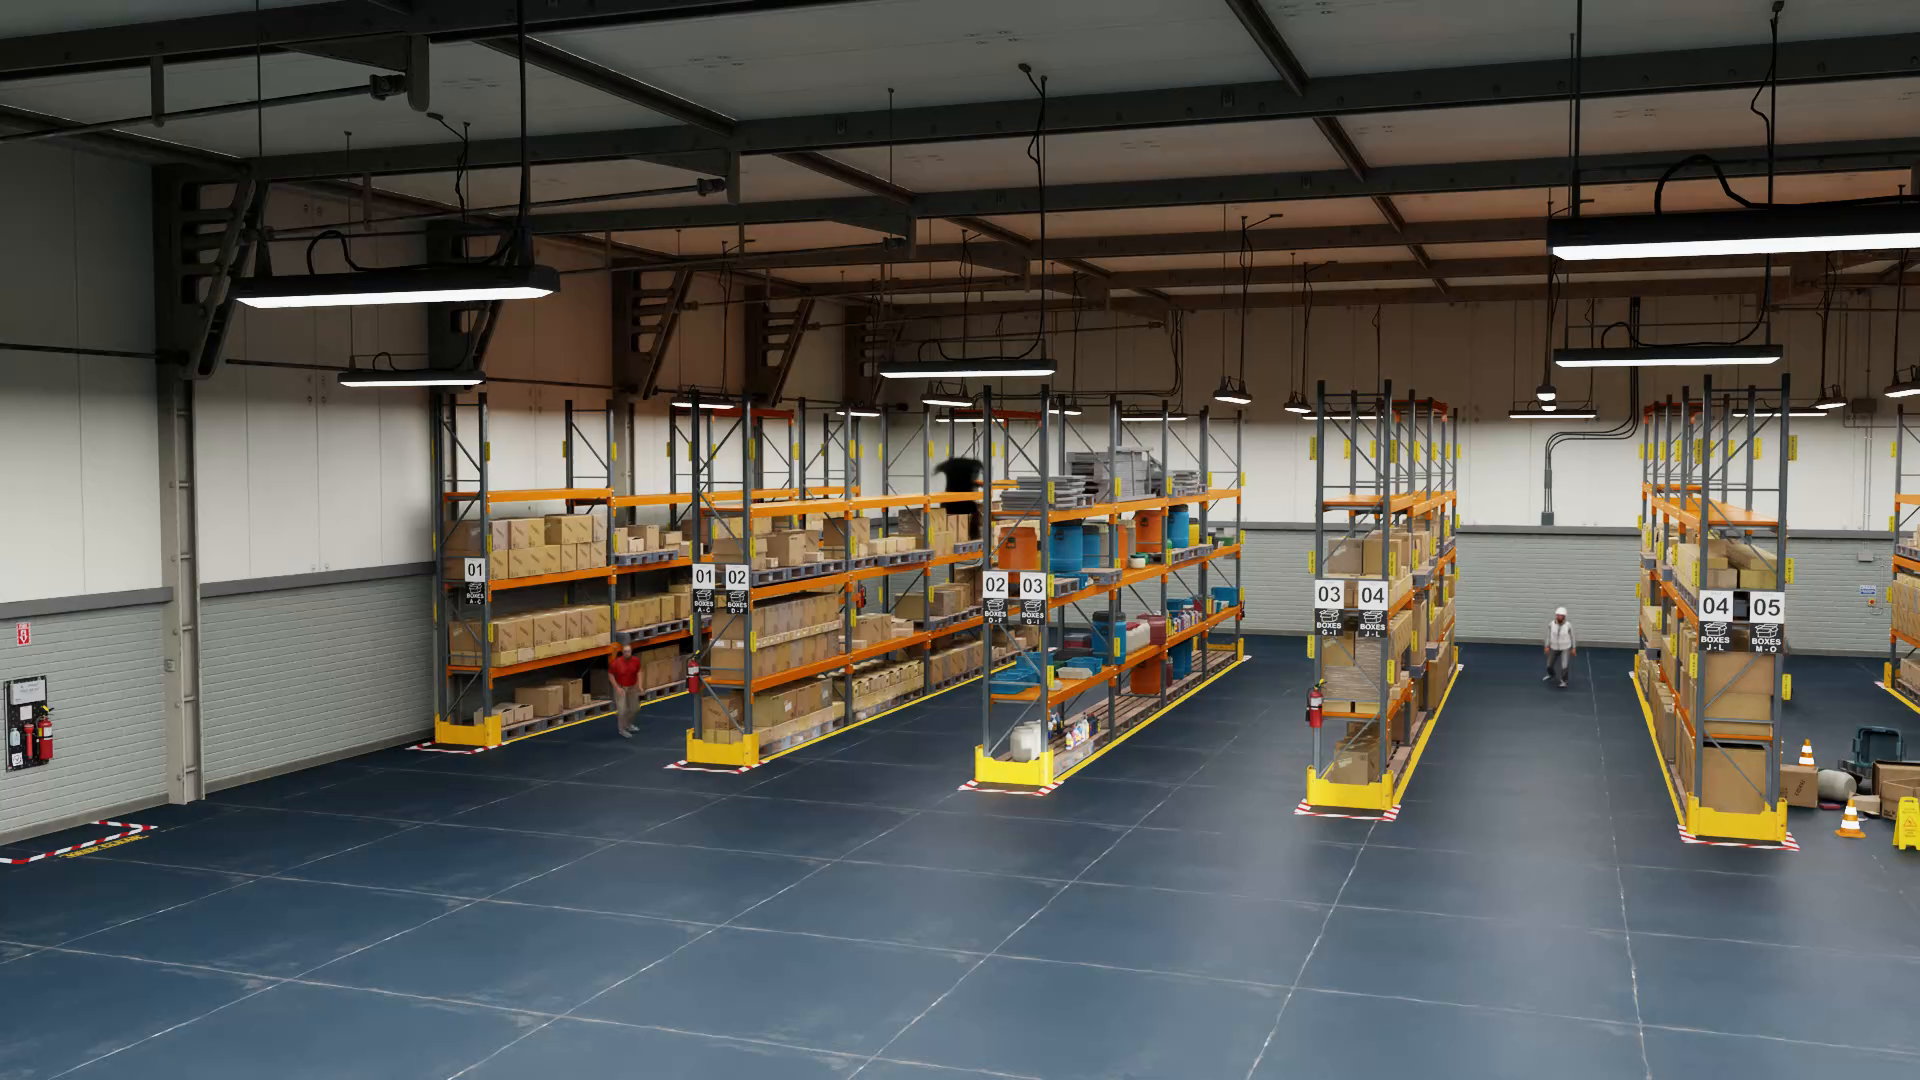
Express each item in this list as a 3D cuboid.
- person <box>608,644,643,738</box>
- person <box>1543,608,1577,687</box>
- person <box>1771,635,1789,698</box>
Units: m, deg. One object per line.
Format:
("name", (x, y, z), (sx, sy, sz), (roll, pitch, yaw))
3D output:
("person", (-5.898, 2.632, 29.225), (0.663, 1.667, 0.779), (-2, 4, -33))
("person", (12.764, 2.265, 35.386), (0.787, 1.694, 0.695), (2, 4, 33))
("person", (16.545, 2.435, 33.918), (0.685, 1.539, 0.821), (0, 3, -6))
